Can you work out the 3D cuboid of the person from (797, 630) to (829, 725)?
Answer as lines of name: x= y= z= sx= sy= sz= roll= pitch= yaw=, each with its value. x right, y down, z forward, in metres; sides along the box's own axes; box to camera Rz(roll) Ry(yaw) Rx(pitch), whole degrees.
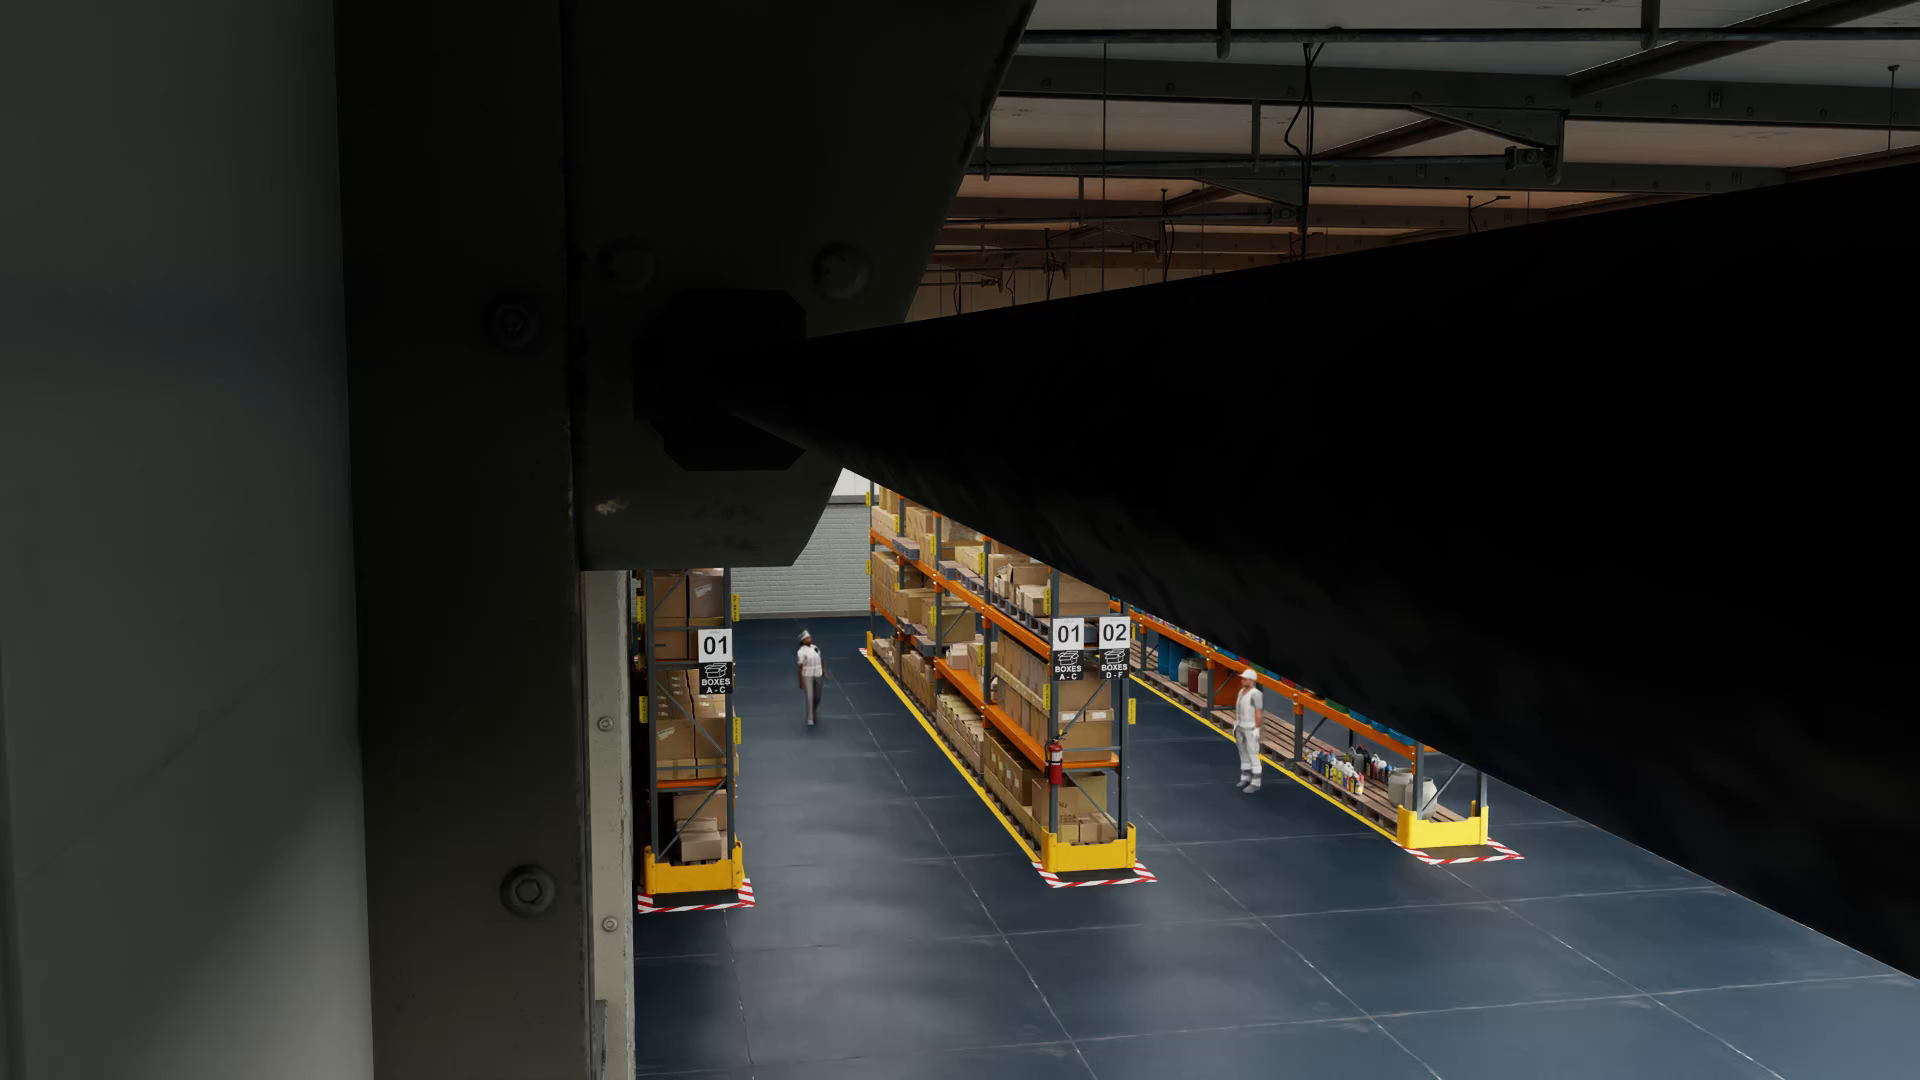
person: x=-2.633 y=2.422 z=29.657 sx=0.550 sy=1.623 sz=0.951 roll=-2 pitch=6 yaw=-16

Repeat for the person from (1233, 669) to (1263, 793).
person: x=4.297 y=2.836 z=24.946 sx=0.395 sy=1.794 sz=0.584 roll=-3 pitch=7 yaw=-24
